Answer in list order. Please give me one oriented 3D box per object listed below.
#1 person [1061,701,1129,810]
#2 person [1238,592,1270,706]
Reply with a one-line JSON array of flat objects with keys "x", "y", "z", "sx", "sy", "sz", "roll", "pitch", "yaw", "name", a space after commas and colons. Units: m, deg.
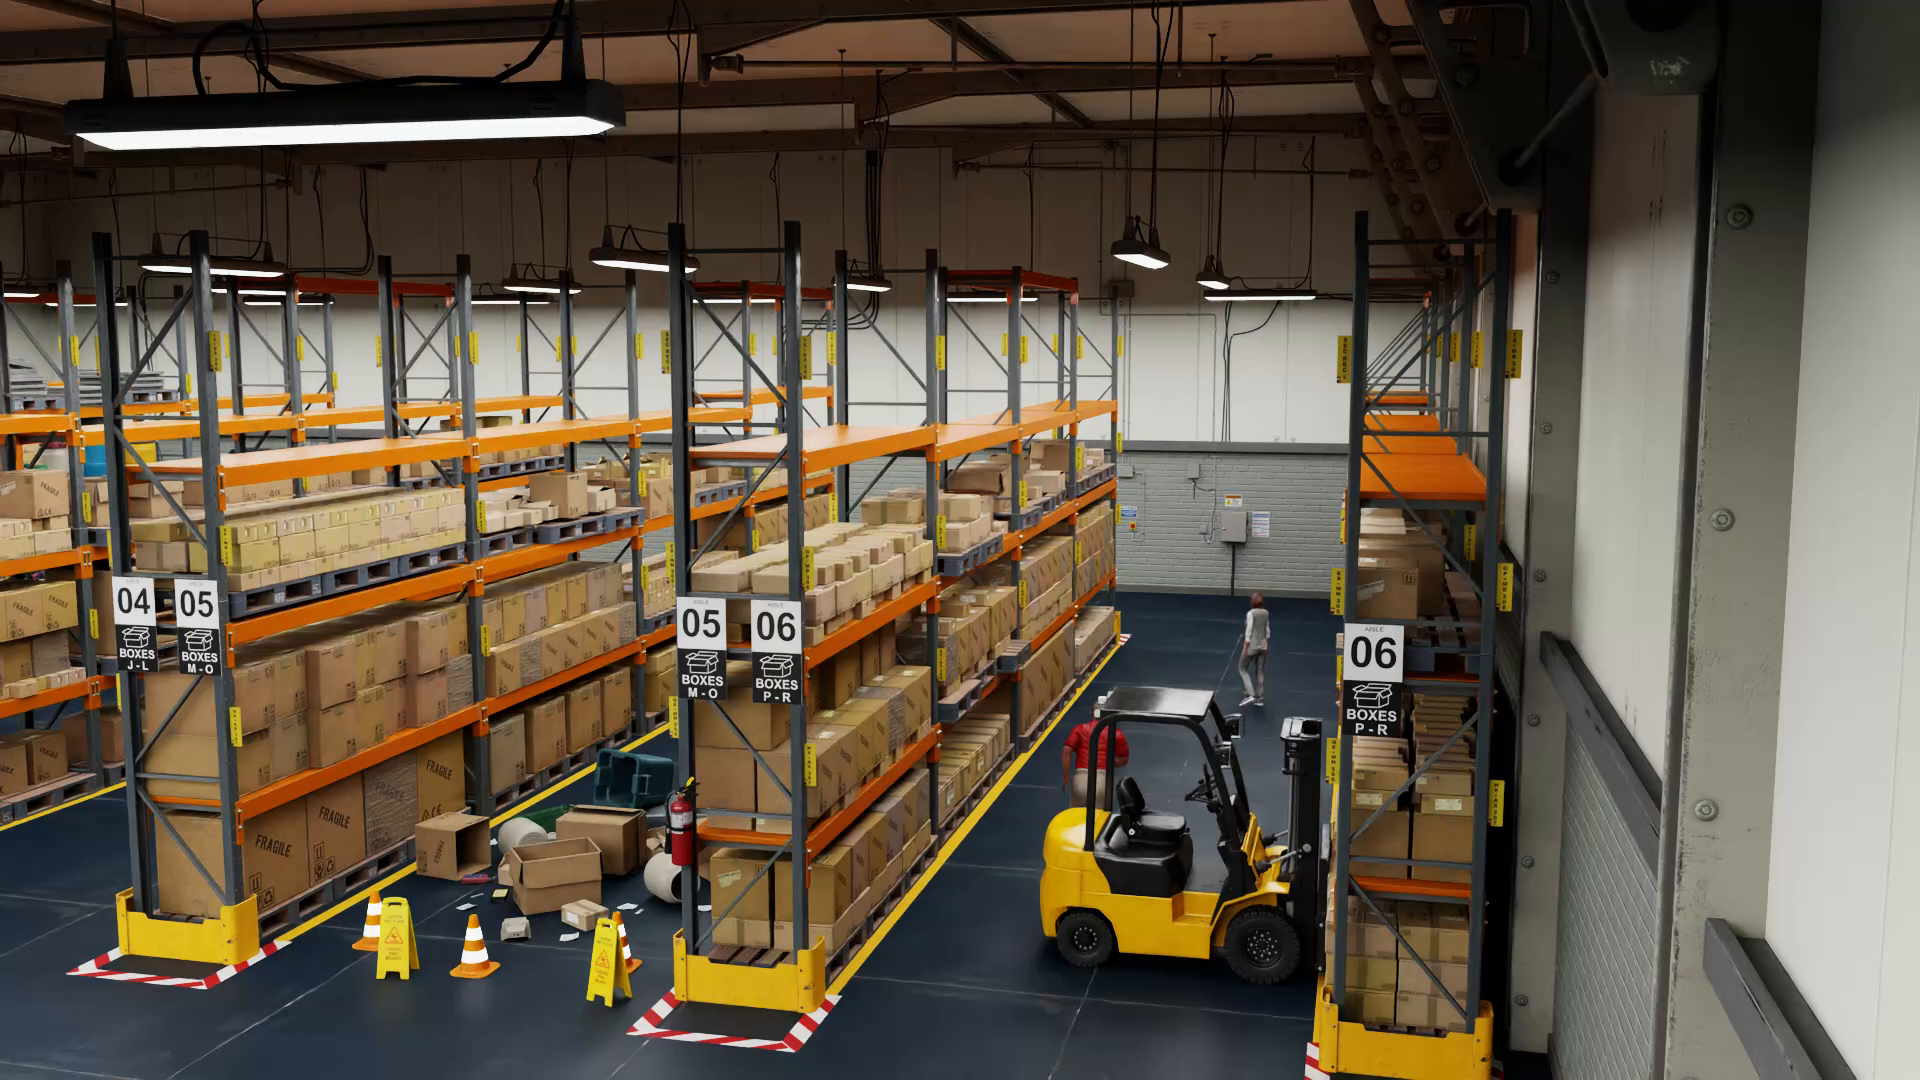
[{"x": 1.315, "y": 2.391, "z": 16.268, "sx": 0.644, "sy": 1.622, "sz": 0.790, "roll": 2, "pitch": 7, "yaw": 14, "name": "person"}, {"x": 4.158, "y": 1.539, "z": 23.347, "sx": 0.445, "sy": 1.612, "sz": 0.372, "roll": -4, "pitch": 8, "yaw": -27, "name": "person"}]
